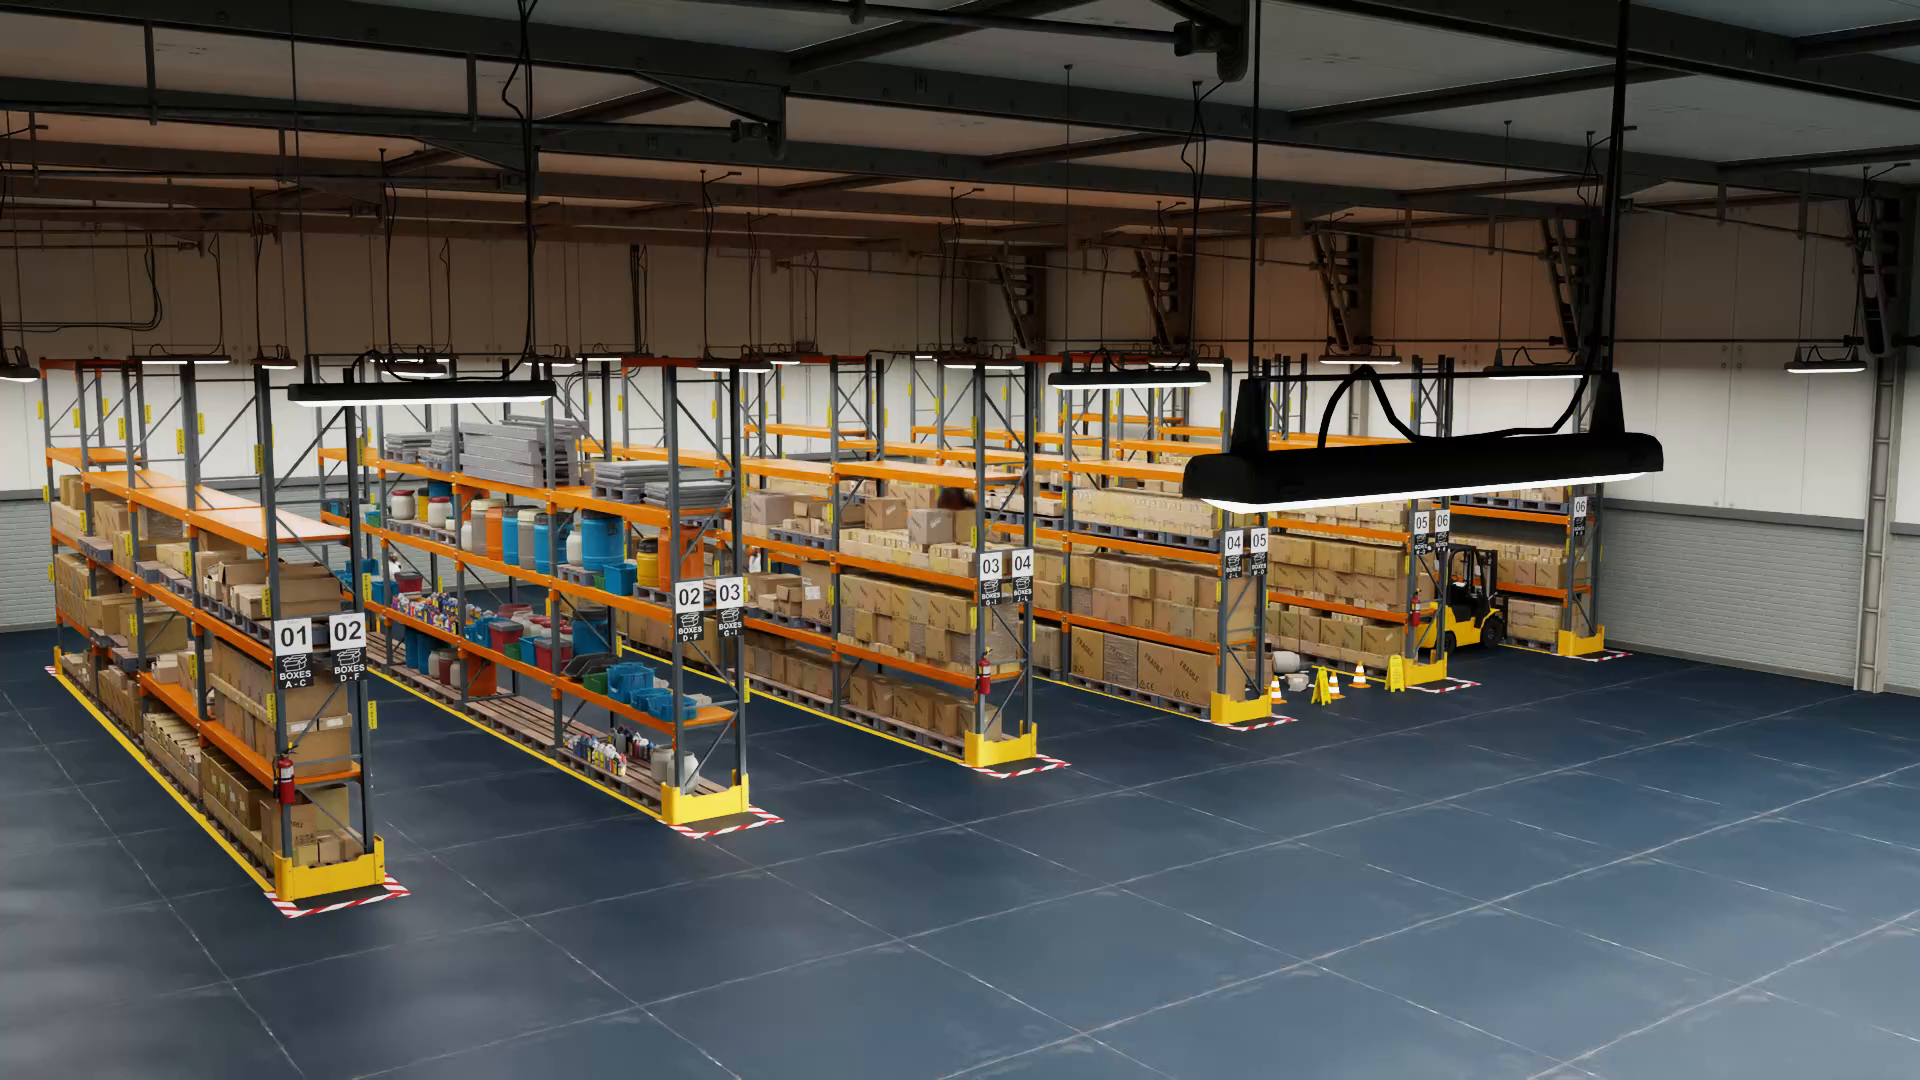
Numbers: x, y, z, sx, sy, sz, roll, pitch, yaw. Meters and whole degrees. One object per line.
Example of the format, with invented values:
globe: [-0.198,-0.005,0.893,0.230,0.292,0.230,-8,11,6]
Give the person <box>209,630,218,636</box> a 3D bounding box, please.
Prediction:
person: [-15.689,1.289,35.017,0.531,1.654,0.504,-6,9,-40]

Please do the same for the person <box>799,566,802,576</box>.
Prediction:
person: [-3.912,0.331,43.054,0.826,1.646,0.507,-7,9,-43]

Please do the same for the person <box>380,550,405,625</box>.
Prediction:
person: [-12.638,1.042,37.129,0.435,1.658,0.764,-7,9,-43]

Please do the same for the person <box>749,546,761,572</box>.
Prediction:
person: [-4.598,0.912,37.756,0.605,1.776,0.389,6,9,40]
